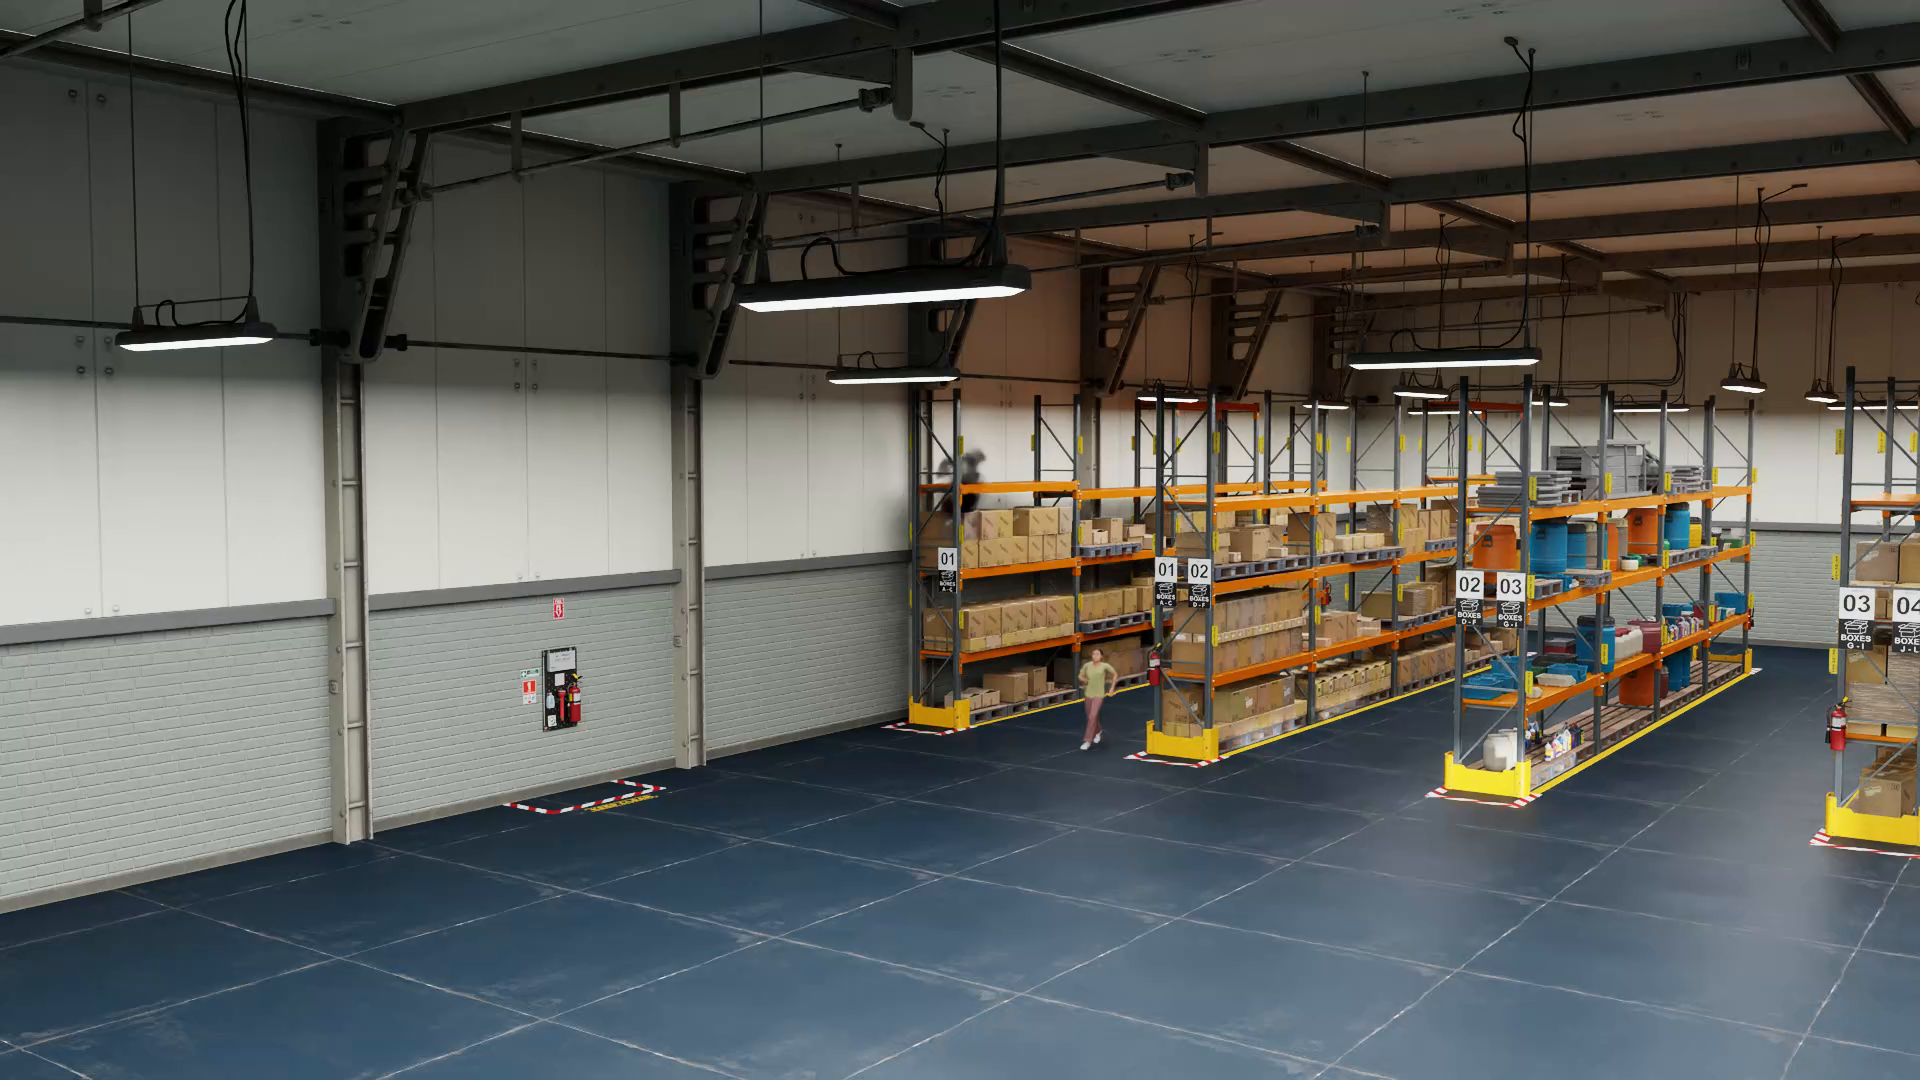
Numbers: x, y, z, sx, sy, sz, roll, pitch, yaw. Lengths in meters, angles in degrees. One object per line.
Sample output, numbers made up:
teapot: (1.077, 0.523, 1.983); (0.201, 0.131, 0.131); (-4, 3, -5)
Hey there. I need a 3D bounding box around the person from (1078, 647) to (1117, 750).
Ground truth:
person: (2.211, 2.585, 27.437); (0.608, 1.631, 1.003); (2, 4, 28)
